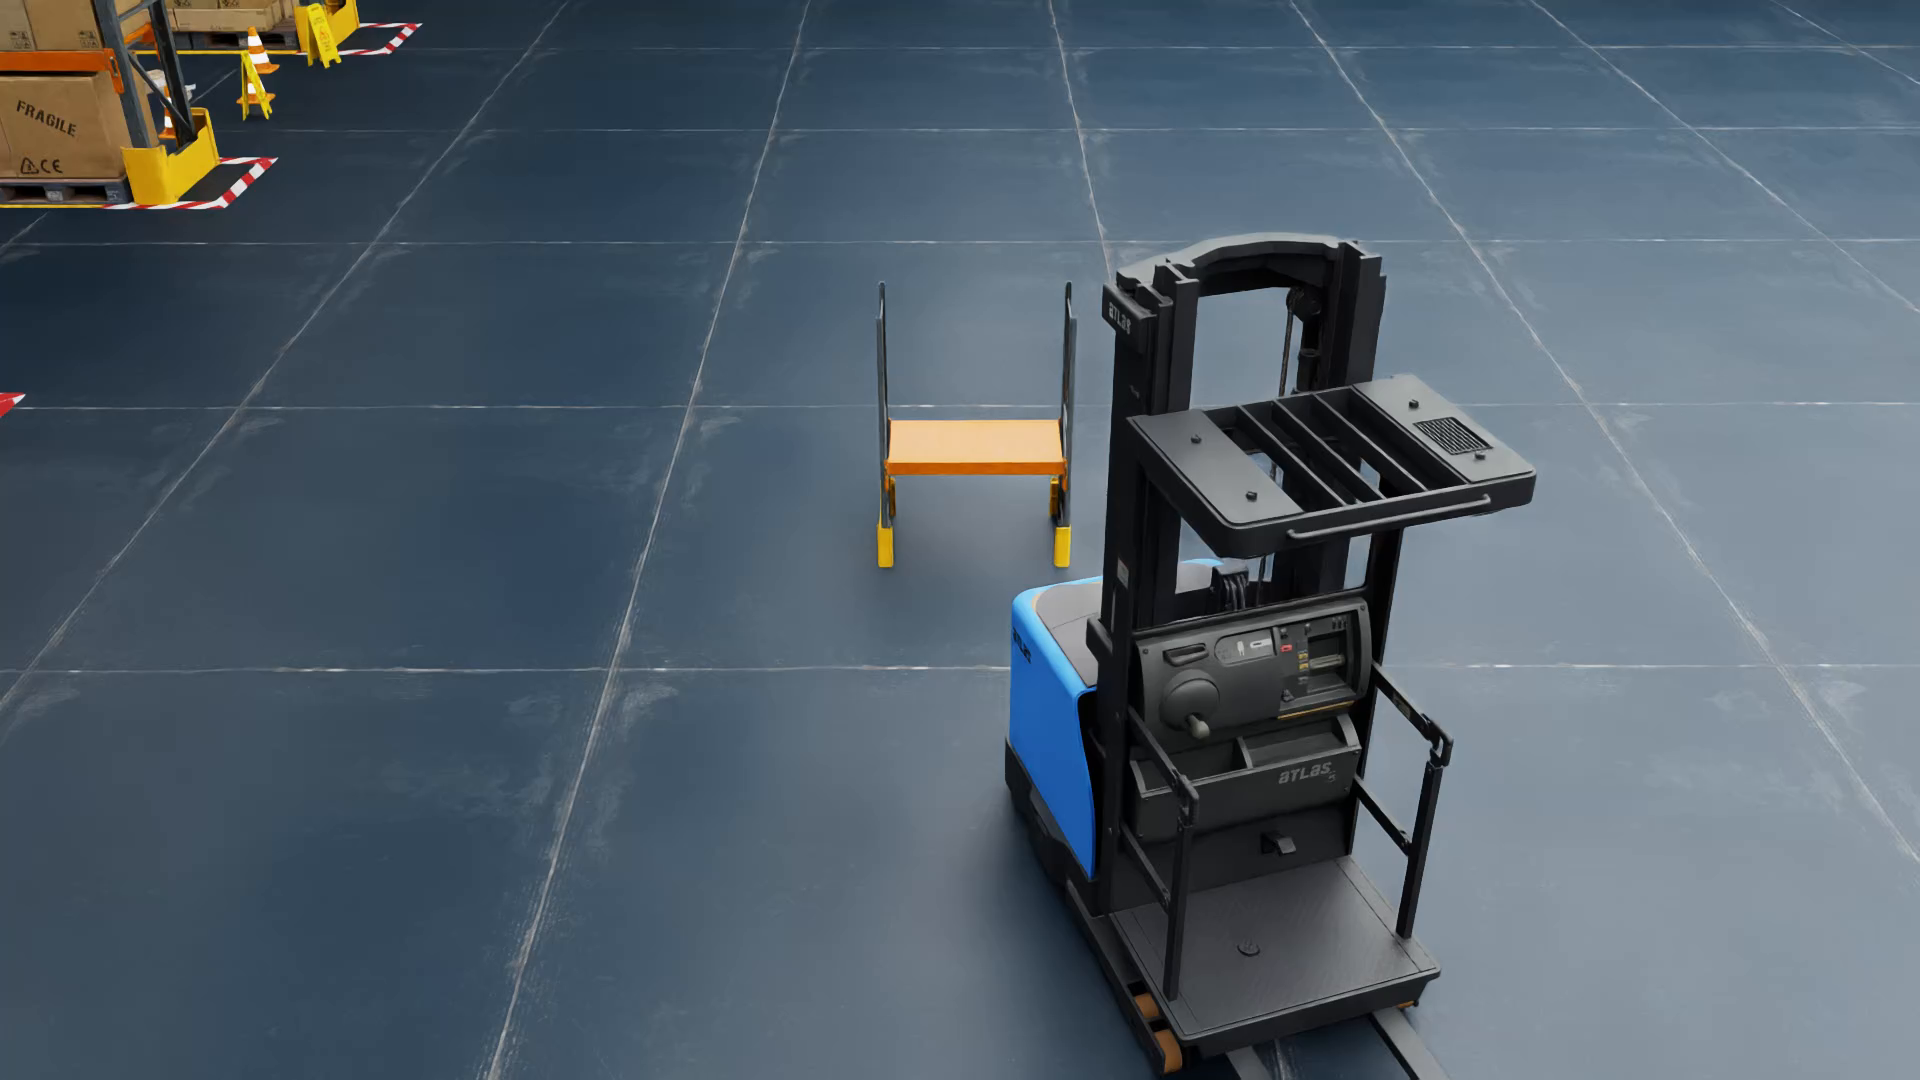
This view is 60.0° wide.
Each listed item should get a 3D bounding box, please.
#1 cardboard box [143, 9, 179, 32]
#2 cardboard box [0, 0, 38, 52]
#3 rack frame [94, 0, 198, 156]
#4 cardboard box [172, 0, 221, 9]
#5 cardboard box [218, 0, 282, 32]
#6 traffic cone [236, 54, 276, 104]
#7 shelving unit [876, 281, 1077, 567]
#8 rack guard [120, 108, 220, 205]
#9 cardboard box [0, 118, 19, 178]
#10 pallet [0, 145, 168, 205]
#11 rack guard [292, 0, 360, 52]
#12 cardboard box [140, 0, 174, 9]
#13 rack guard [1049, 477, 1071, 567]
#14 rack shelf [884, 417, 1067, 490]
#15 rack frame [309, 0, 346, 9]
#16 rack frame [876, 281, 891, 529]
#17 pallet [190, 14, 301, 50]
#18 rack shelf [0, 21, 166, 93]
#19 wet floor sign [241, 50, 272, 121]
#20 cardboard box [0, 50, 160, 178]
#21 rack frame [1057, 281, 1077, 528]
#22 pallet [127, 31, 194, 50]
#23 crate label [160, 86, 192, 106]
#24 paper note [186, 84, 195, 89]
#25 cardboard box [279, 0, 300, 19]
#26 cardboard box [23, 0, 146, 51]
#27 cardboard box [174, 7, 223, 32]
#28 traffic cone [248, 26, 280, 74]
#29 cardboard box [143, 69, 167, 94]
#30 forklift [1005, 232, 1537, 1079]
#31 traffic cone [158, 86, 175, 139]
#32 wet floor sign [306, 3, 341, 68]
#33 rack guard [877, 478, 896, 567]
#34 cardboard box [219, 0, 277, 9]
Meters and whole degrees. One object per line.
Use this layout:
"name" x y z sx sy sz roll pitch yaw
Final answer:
"cardboard box" -9.014 -5.919 18.749 0.500 0.250 0.500 -1 31 -2
"cardboard box" -7.956 -4.518 14.049 0.550 0.550 0.875 0 31 0
"rack frame" -7.035 -4.492 14.150 0.127 3.000 1.000 0 31 0
"cardboard box" -8.488 -6.242 18.559 0.500 0.500 0.500 1 31 2
"cardboard box" -7.997 -5.921 18.752 0.500 0.250 0.500 0 31 -1
"traffic cone" -7.242 -4.729 16.988 0.334 0.463 0.336 0 31 0
"shelving unit" 0.076 -0.641 9.250 1.083 1.500 0.587 0 31 0
"rack guard" -7.011 -3.423 14.799 0.348 0.500 1.175 0 31 0
"cardboard box" -8.593 -3.723 14.526 0.875 0.875 0.875 -1 31 -1
"pallet" -7.834 -3.256 14.803 1.213 0.211 1.003 0 31 0
"rack guard" -7.242 -5.990 19.030 0.348 0.500 1.175 0 31 0
"cardboard box" -8.992 -6.244 18.562 0.500 0.500 0.500 -1 31 -1
"rack guard" 0.574 -0.109 9.577 0.087 0.250 0.587 0 31 0
"rack shelf" 0.085 -0.488 9.344 1.000 0.185 0.538 0 31 0
"rack frame" -7.166 -7.059 18.382 0.127 3.000 1.000 0 31 0
"rack frame" -0.423 -0.640 9.248 0.032 1.500 0.500 0 31 0
"pallet" -8.055 -5.882 19.131 1.213 0.211 1.003 0 31 0
"rack shelf" -9.035 -4.178 14.327 4.000 0.370 1.077 0 31 0
"wet floor sign" -7.018 -4.512 16.454 0.232 0.644 0.267 -5 32 -9
"cardboard box" -7.713 -3.726 14.533 0.875 0.875 0.875 0 31 0
"rack frame" 0.594 -0.643 9.253 0.032 1.500 0.500 0 31 0
"pallet" -9.272 -5.880 19.127 1.213 0.211 1.003 0 31 0
"crate label" -8.028 -4.555 17.015 0.298 0.136 0.250 -17 35 -26
"paper note" -8.099 -4.754 17.445 0.142 0.019 0.148 -11 33 -17
"cardboard box" -7.975 -6.204 19.218 0.500 0.250 0.500 0 31 -1
"cardboard box" -7.406 -4.531 14.071 0.550 0.550 0.875 0 31 0
"cardboard box" -8.491 -5.923 18.756 0.500 0.250 0.500 0 31 0
"traffic cone" -7.588 -5.304 17.935 0.334 0.463 0.336 0 31 0
"cardboard box" -8.464 -4.788 17.388 0.250 0.149 0.380 16 35 25
"forklift" 1.160 0.531 5.938 1.130 2.935 3.031 -10 33 -16
"traffic cone" -7.575 -4.142 16.020 0.334 0.463 0.336 0 31 0
"wet floor sign" -6.970 -5.498 18.079 0.232 0.644 0.267 10 33 17
"rack guard" -0.422 -0.106 9.572 0.087 0.250 0.587 0 31 0
"cardboard box" -7.966 -6.246 18.565 0.500 0.500 0.500 0 31 0
